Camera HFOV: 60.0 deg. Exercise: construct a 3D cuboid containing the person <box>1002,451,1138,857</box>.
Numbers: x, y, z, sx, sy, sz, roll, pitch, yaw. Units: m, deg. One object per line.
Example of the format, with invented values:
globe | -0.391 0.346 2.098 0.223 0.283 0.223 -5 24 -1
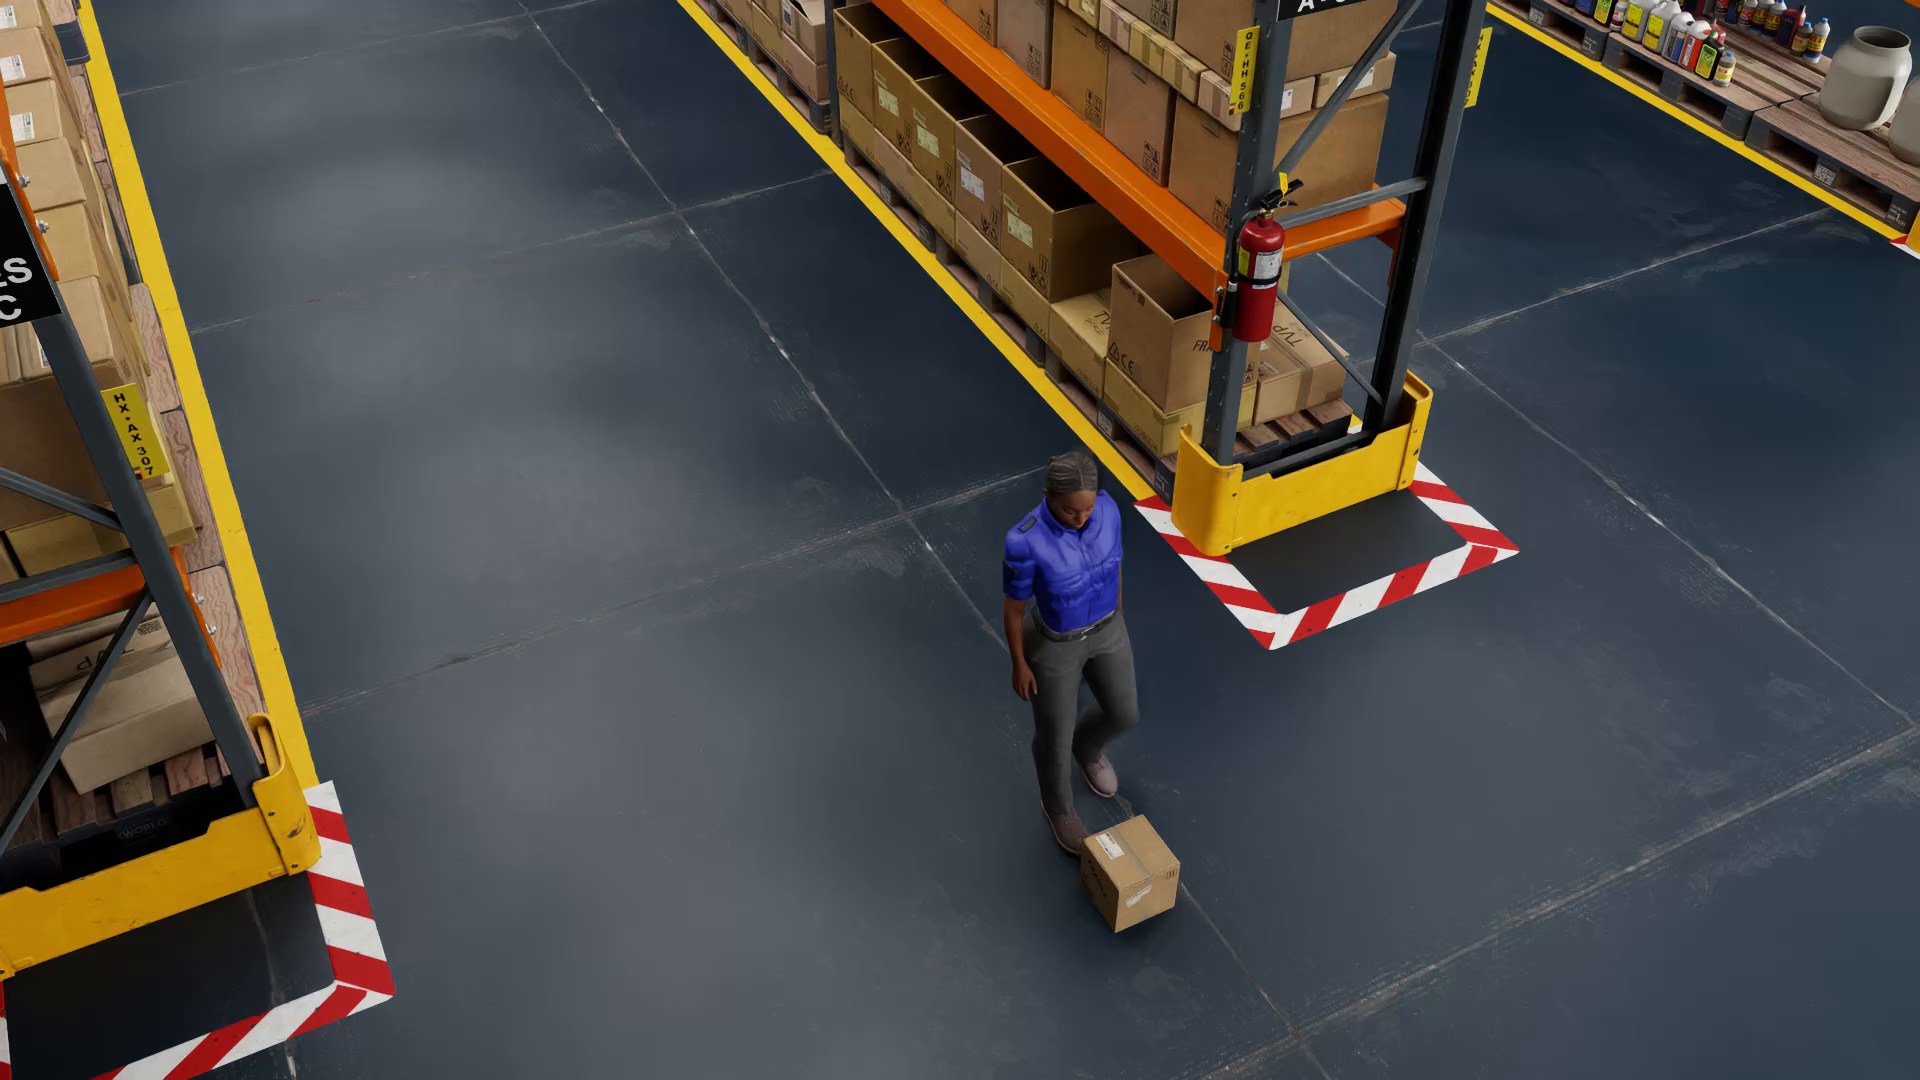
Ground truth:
person | 0.411 0.395 5.703 0.485 1.689 0.455 -22 46 -23
